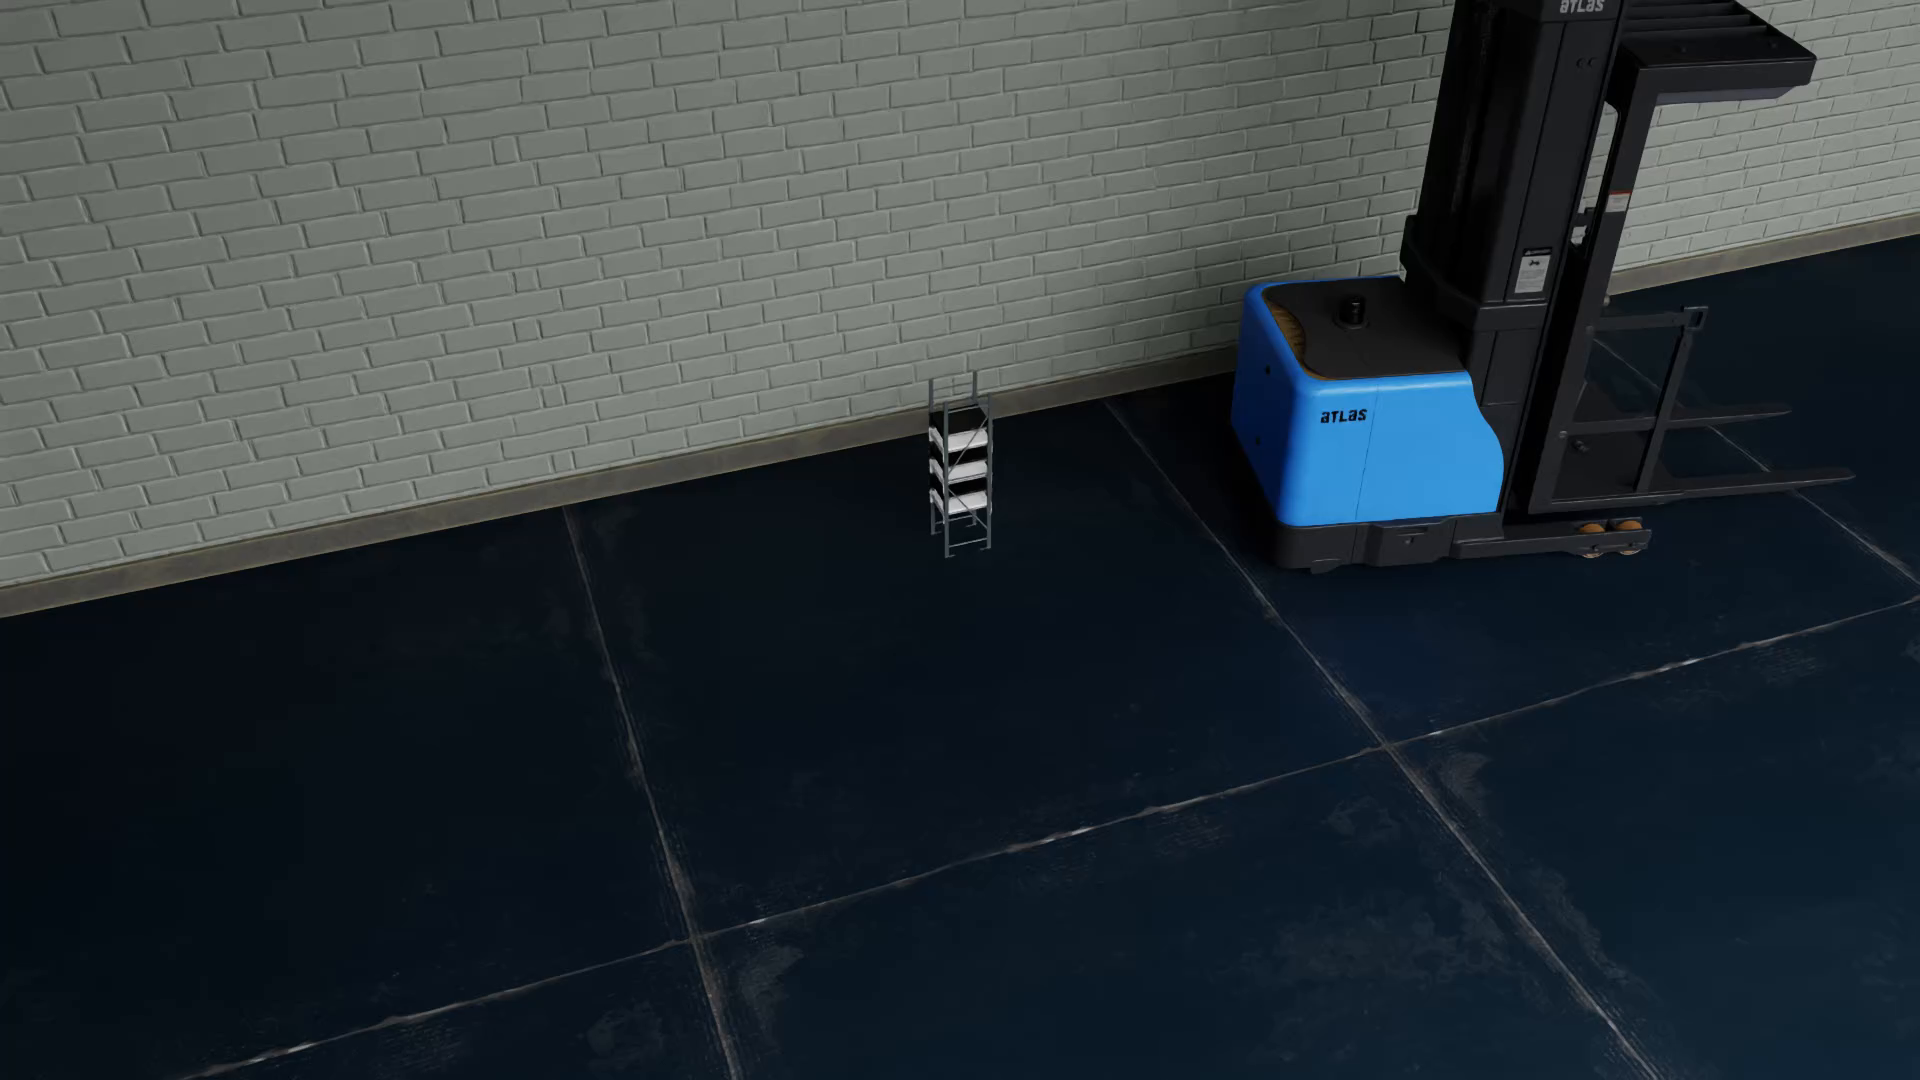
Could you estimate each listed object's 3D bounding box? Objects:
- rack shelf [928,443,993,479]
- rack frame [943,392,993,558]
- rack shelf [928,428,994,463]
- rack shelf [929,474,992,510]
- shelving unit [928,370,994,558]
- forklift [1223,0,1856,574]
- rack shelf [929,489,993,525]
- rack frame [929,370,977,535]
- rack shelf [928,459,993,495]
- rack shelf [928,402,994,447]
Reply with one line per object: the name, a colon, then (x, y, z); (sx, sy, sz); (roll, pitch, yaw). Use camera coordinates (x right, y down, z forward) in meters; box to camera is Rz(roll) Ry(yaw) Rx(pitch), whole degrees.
rack shelf: (0.003, -0.400, 7.939); (0.258, 0.077, 0.200); (-12, 39, -16)
rack frame: (0.038, -0.297, 7.897); (0.240, 0.900, 0.006); (-12, 39, -16)
rack shelf: (0.003, -0.472, 7.885); (0.258, 0.077, 0.200); (-12, 39, -16)
rack shelf: (0.003, -0.256, 8.047); (0.258, 0.077, 0.200); (-12, 39, -16)
shelving unit: (0.003, -0.355, 7.973); (0.258, 0.900, 0.210); (-12, 39, -16)
forklift: (2.932, -1.396, 7.667); (3.031, 2.935, 1.130); (-4, 37, -6)
rack shelf: (0.003, -0.184, 8.102); (0.258, 0.077, 0.200); (-12, 39, -16)
rack frame: (-0.032, -0.412, 8.049); (0.240, 0.900, 0.006); (-12, 39, -16)
rack shelf: (0.003, -0.328, 7.993); (0.258, 0.077, 0.200); (-12, 39, -16)
rack shelf: (0.003, -0.544, 7.831); (0.258, 0.077, 0.200); (-12, 39, -16)
